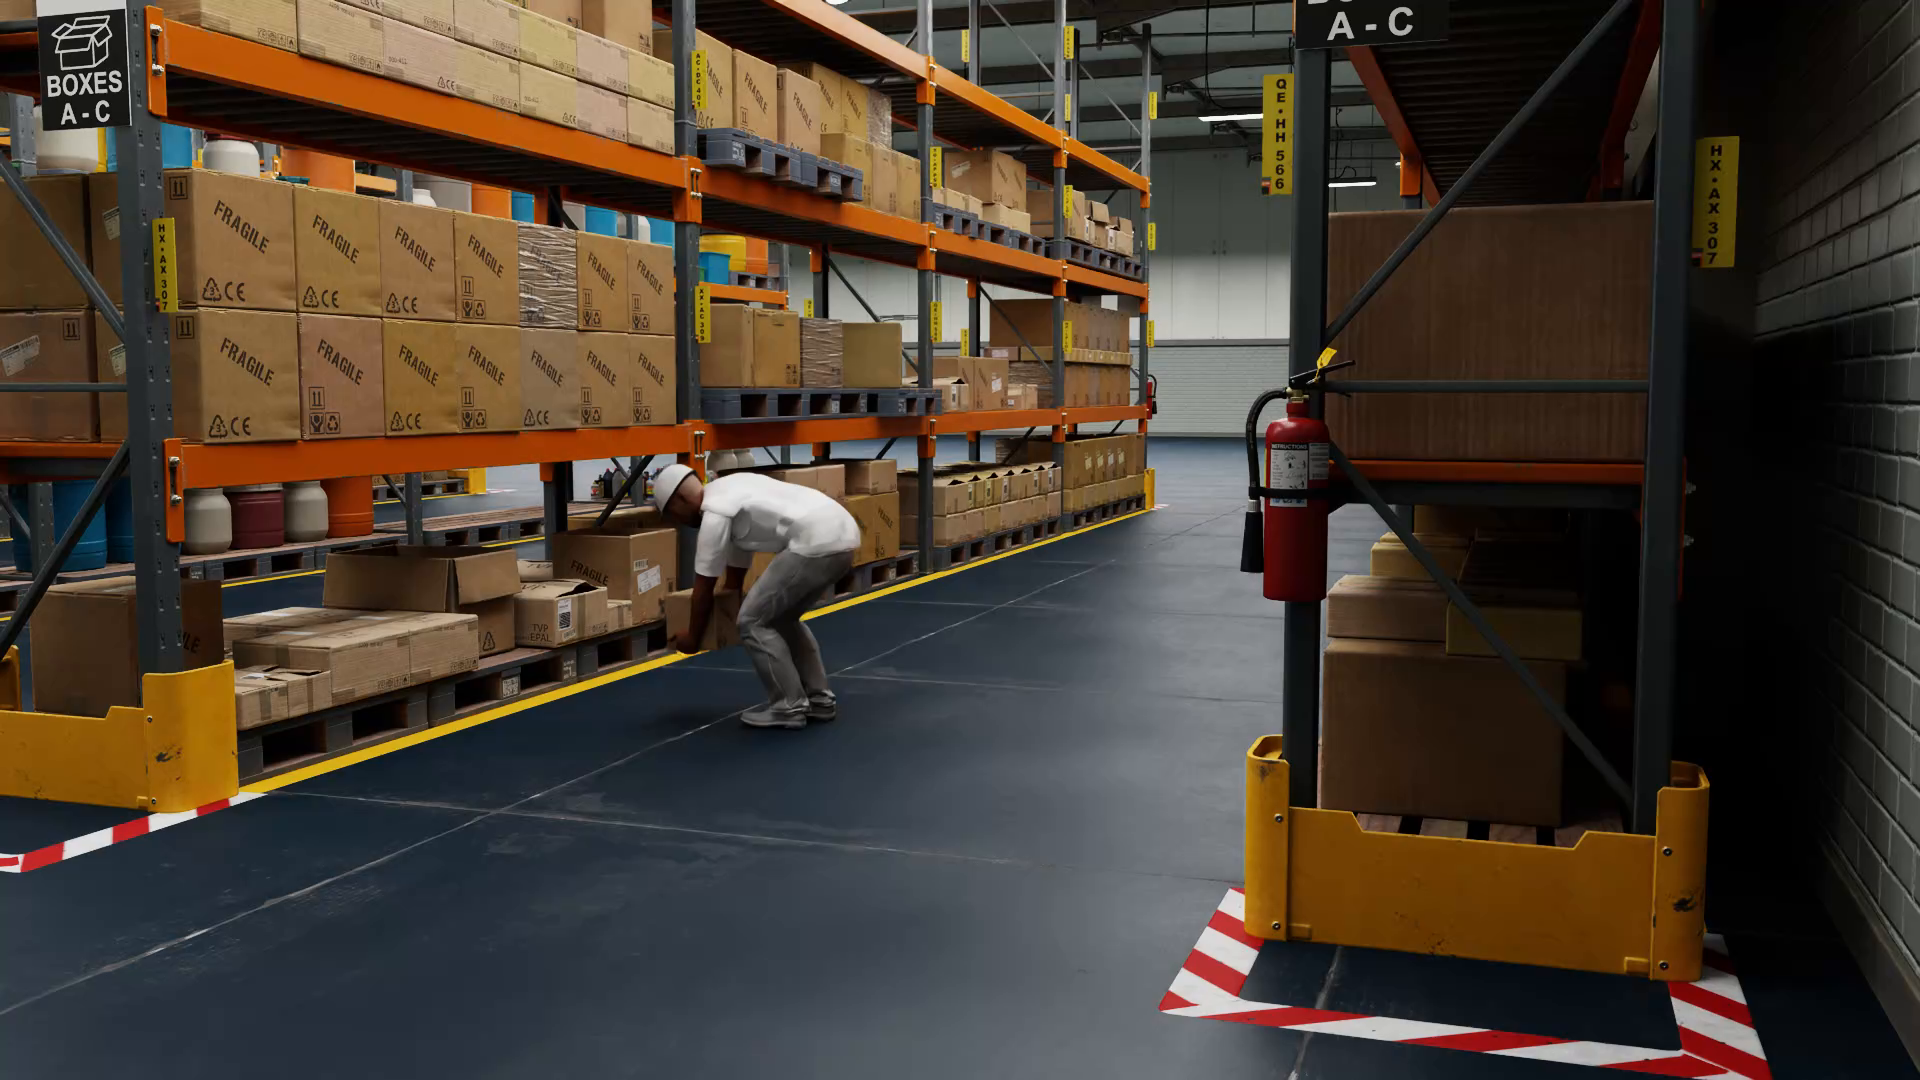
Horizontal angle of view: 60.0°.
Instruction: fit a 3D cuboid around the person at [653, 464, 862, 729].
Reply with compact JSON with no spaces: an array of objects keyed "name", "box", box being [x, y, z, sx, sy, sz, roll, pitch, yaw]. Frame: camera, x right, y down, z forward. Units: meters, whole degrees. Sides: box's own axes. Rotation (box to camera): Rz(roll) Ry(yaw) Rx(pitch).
[{"name":"person","box":[-0.930,0.244,7.504,0.957,1.164,0.507,1,5,16]}]
